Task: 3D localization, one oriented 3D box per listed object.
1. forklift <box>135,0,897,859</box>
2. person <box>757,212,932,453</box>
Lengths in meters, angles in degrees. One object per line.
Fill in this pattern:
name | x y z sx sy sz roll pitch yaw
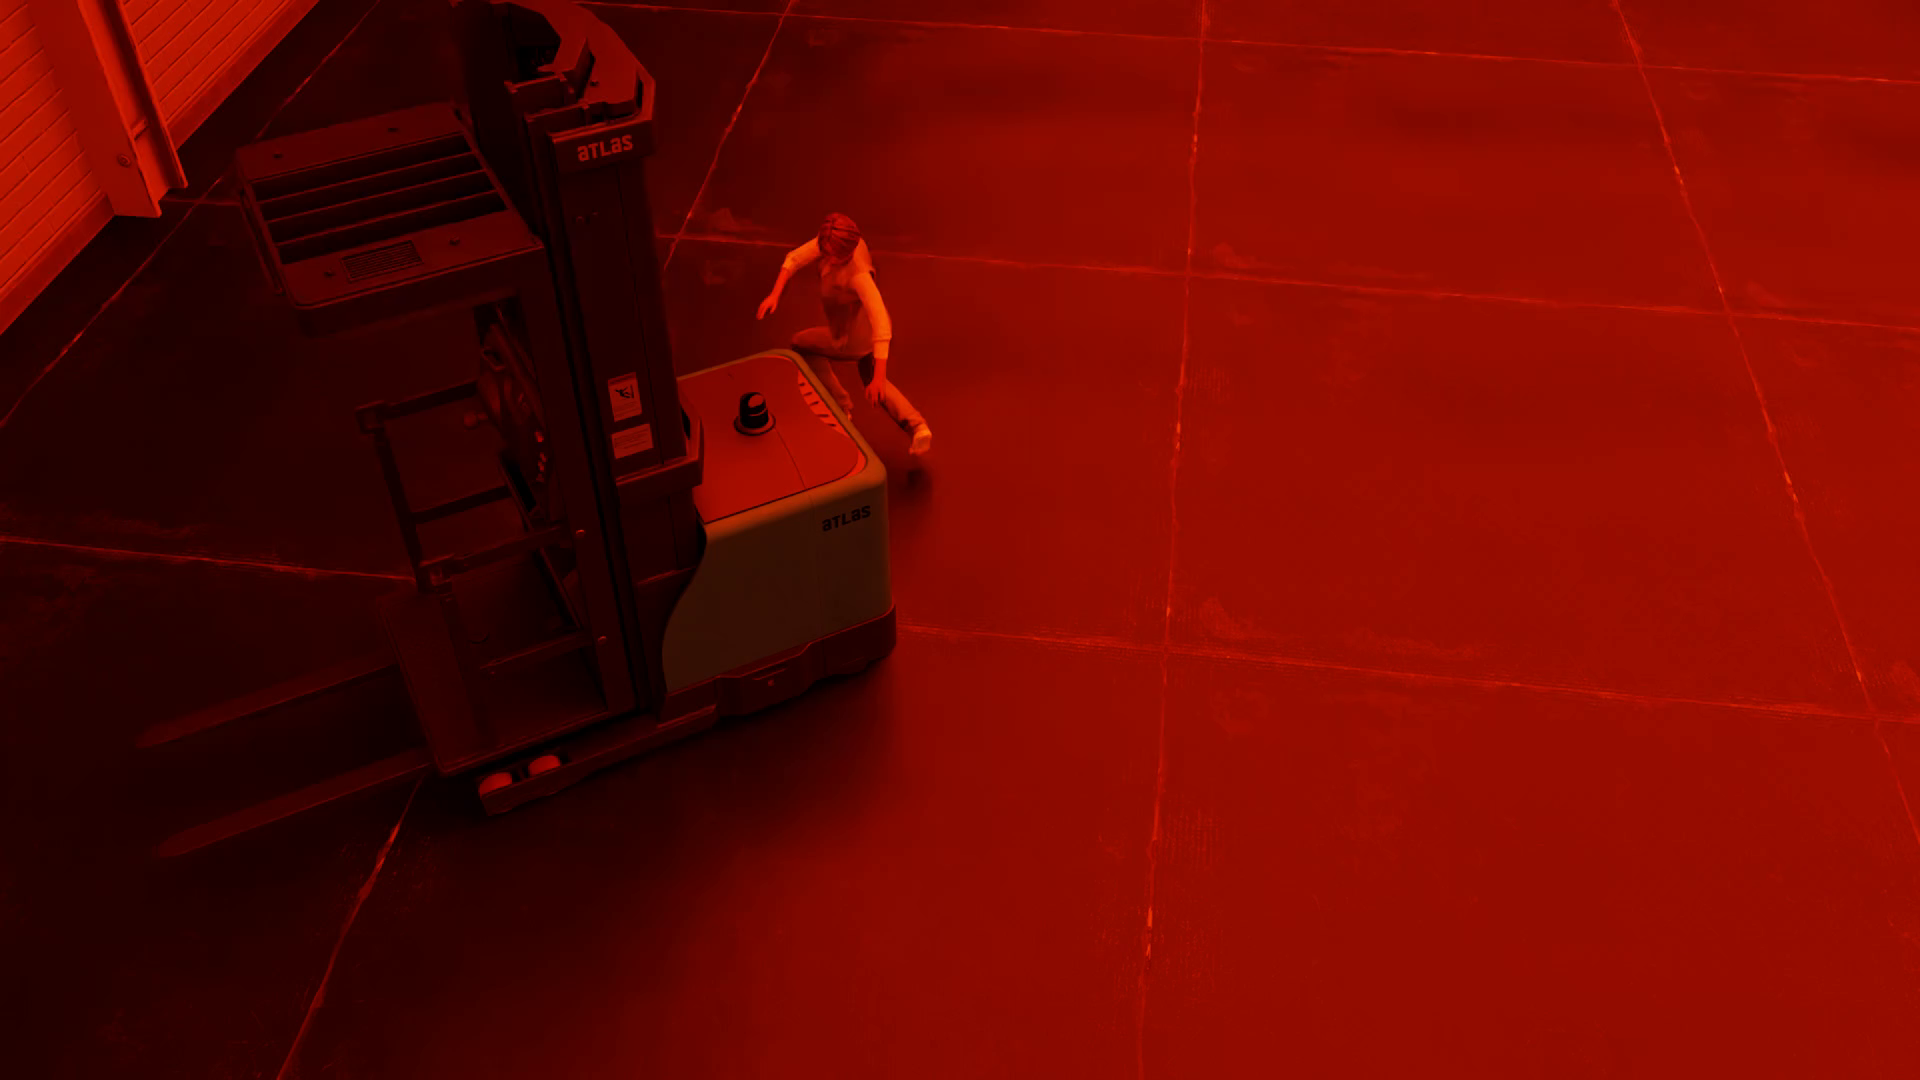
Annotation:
forklift | -1.826 -0.393 6.152 3.031 2.935 1.130 -20 46 -20
person | -0.508 -0.965 7.975 0.848 1.375 0.576 18 45 18
